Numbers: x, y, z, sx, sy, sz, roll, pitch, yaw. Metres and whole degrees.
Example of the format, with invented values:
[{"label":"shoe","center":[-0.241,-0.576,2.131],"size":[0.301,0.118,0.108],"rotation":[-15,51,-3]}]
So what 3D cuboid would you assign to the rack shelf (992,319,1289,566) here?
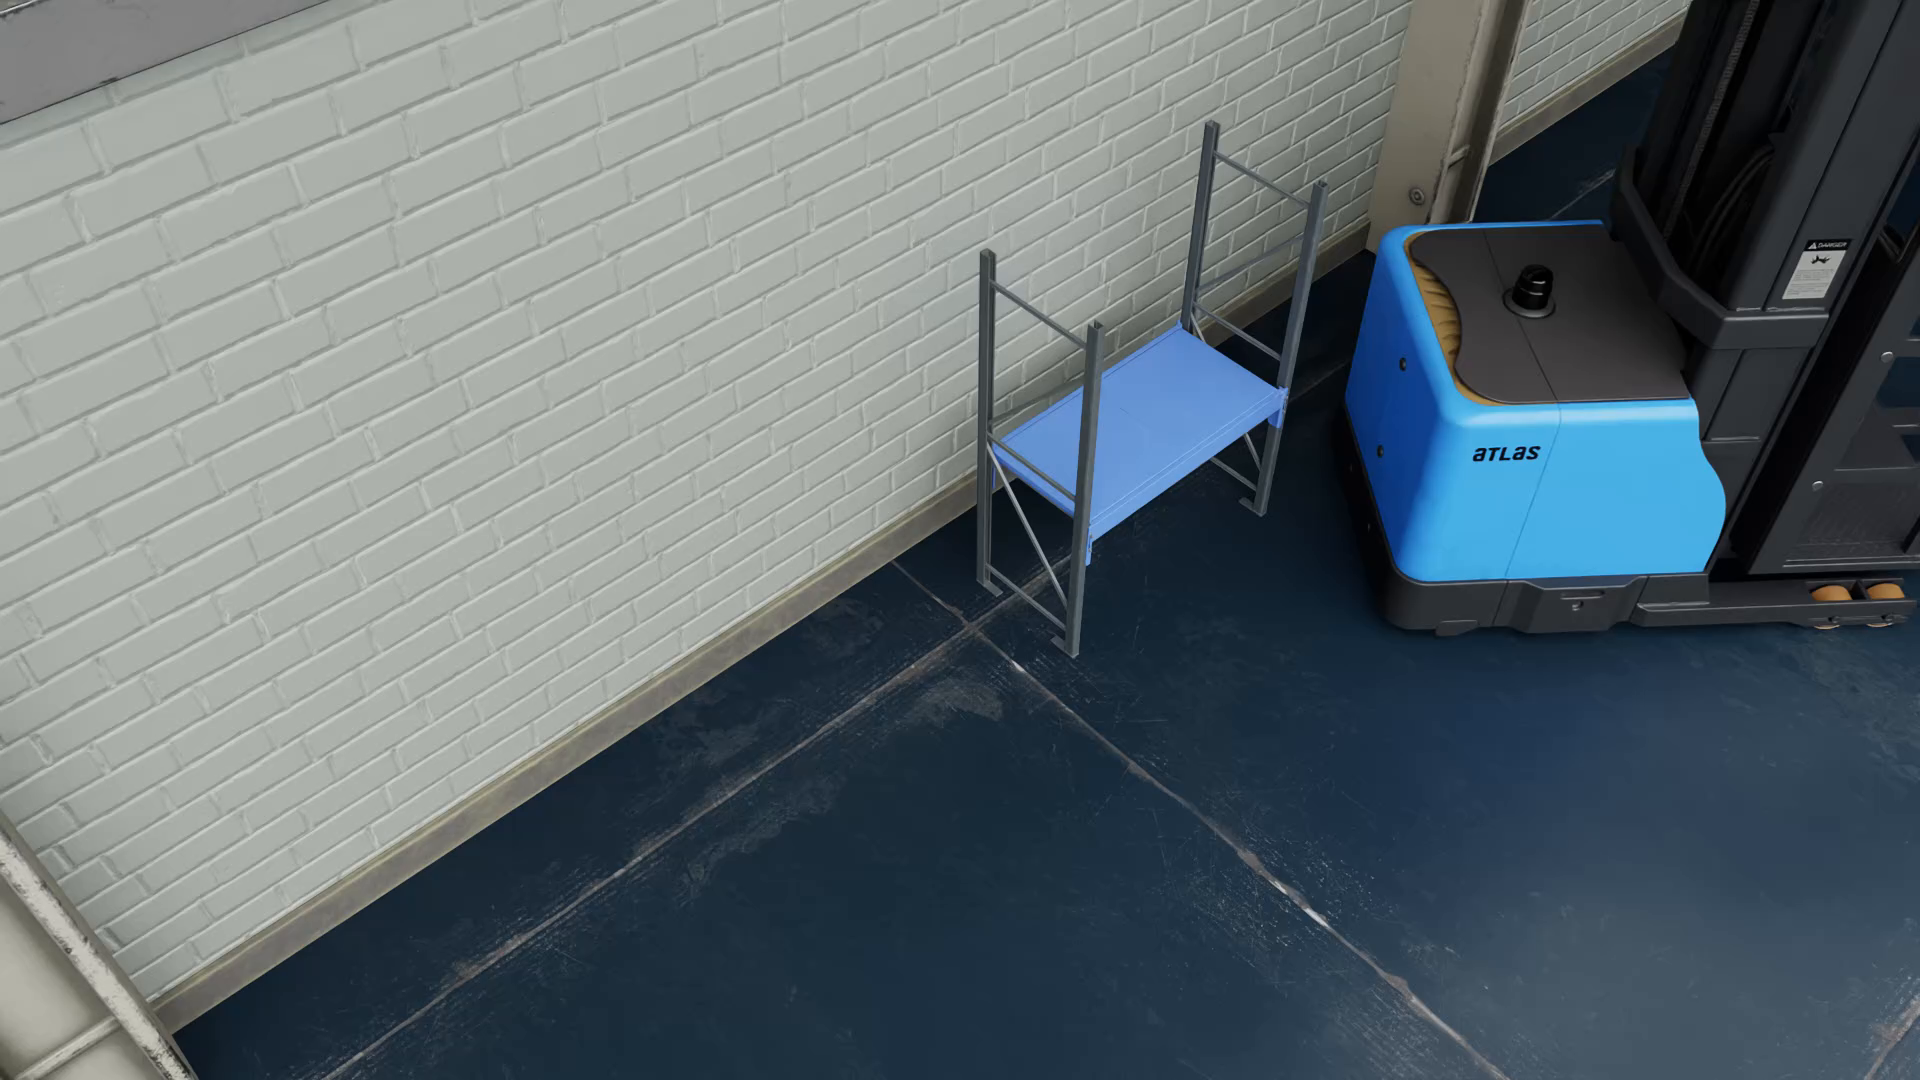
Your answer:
[{"label":"rack shelf","center":[0.613,-0.363,5.809],"size":[1.000,0.185,0.538],"rotation":[-34,56,-27]}]

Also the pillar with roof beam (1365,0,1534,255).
[{"label":"pillar with roof beam","center":[4.940,-2.056,2.024],"size":[0.400,9.000,9.100],"rotation":[-34,56,-27]}]

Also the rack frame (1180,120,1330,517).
[{"label":"rack frame","center":[0.987,-0.738,5.910],"size":[0.032,1.500,0.500],"rotation":[-34,56,-27]}]

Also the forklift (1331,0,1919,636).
[{"label":"forklift","center":[2.984,-1.065,5.238],"size":[3.031,2.935,1.130],"rotation":[-2,47,-2]}]

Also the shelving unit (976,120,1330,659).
[{"label":"shelving unit","center":[0.613,-0.485,5.677],"size":[1.048,1.500,0.538],"rotation":[-34,56,-27]}]

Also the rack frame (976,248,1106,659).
[{"label":"rack frame","center":[0.239,-0.232,5.444],"size":[0.032,1.500,0.500],"rotation":[-34,56,-27]}]
